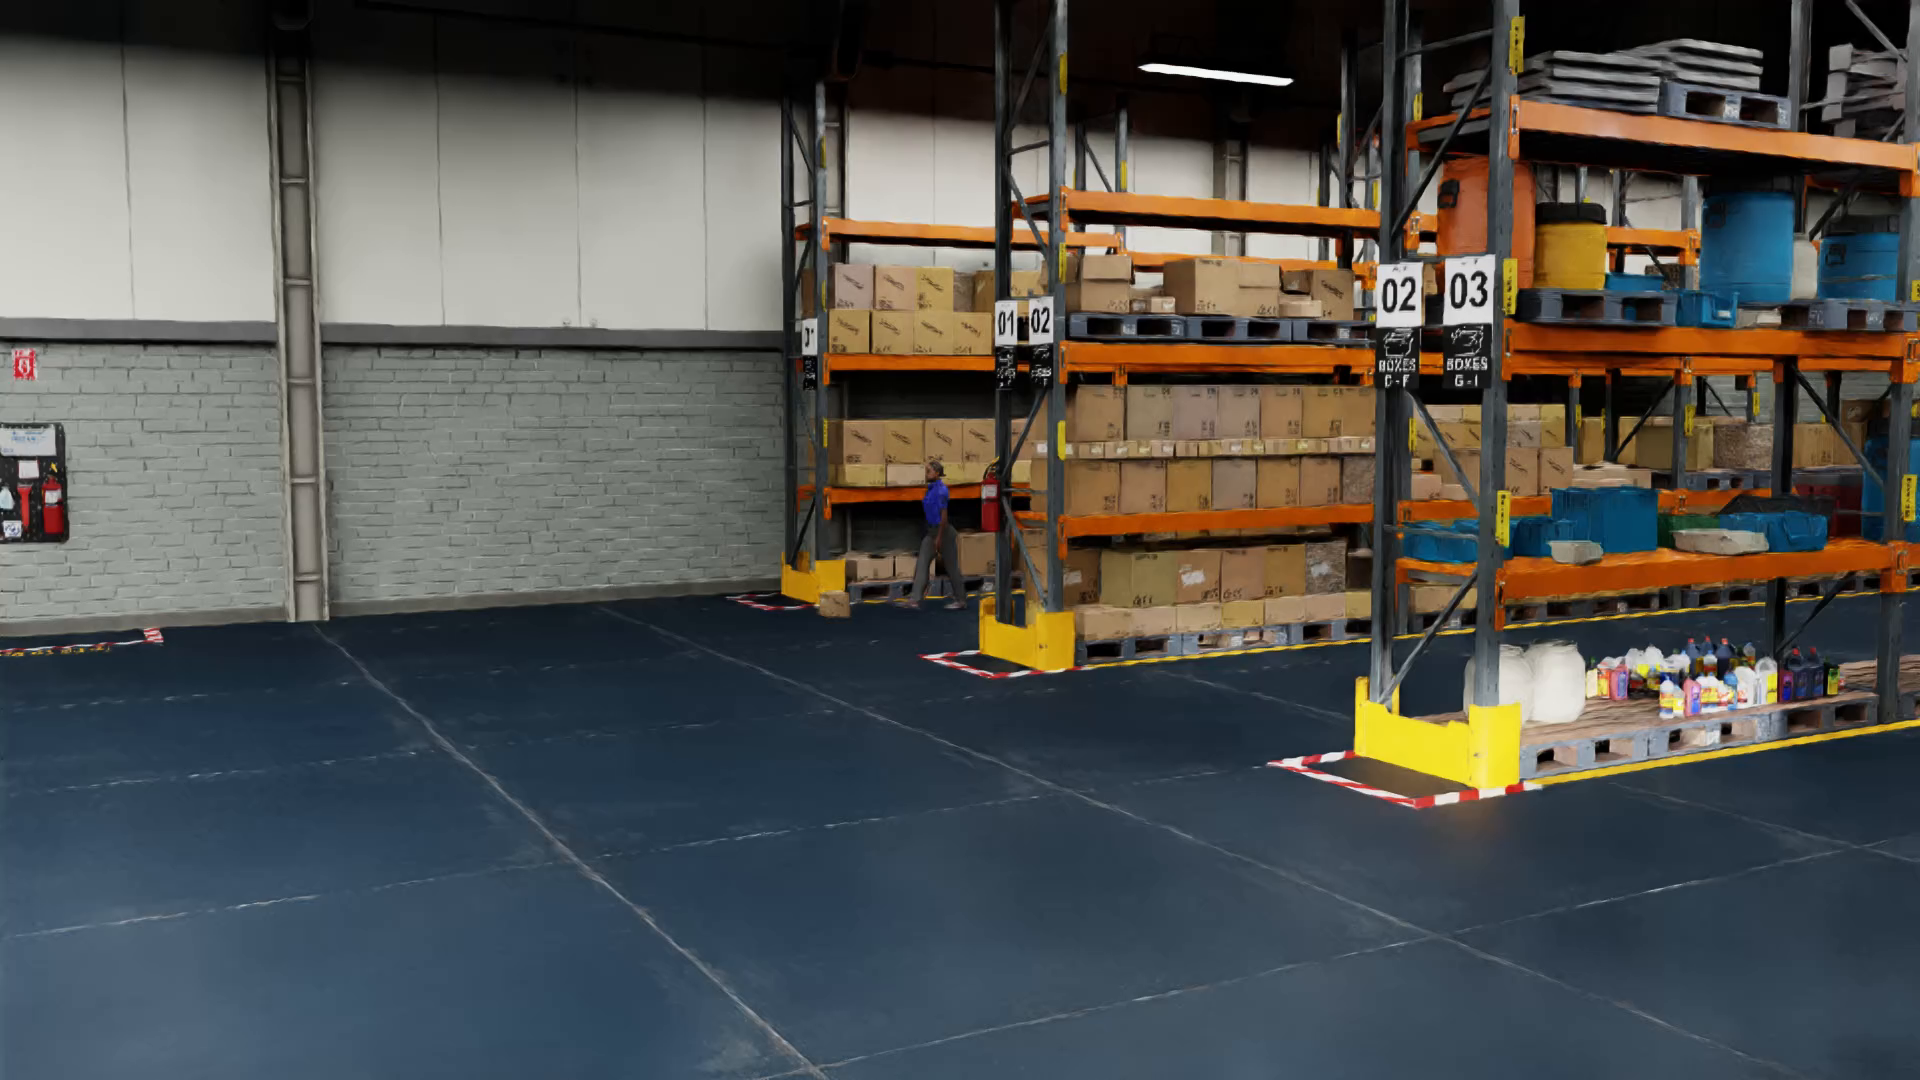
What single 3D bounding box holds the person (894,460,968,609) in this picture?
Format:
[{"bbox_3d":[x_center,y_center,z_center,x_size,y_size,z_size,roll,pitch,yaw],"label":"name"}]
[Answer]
[{"bbox_3d":[-0.284,-0.052,18.033,0.796,1.623,0.471,-2,6,-25],"label":"person"}]
